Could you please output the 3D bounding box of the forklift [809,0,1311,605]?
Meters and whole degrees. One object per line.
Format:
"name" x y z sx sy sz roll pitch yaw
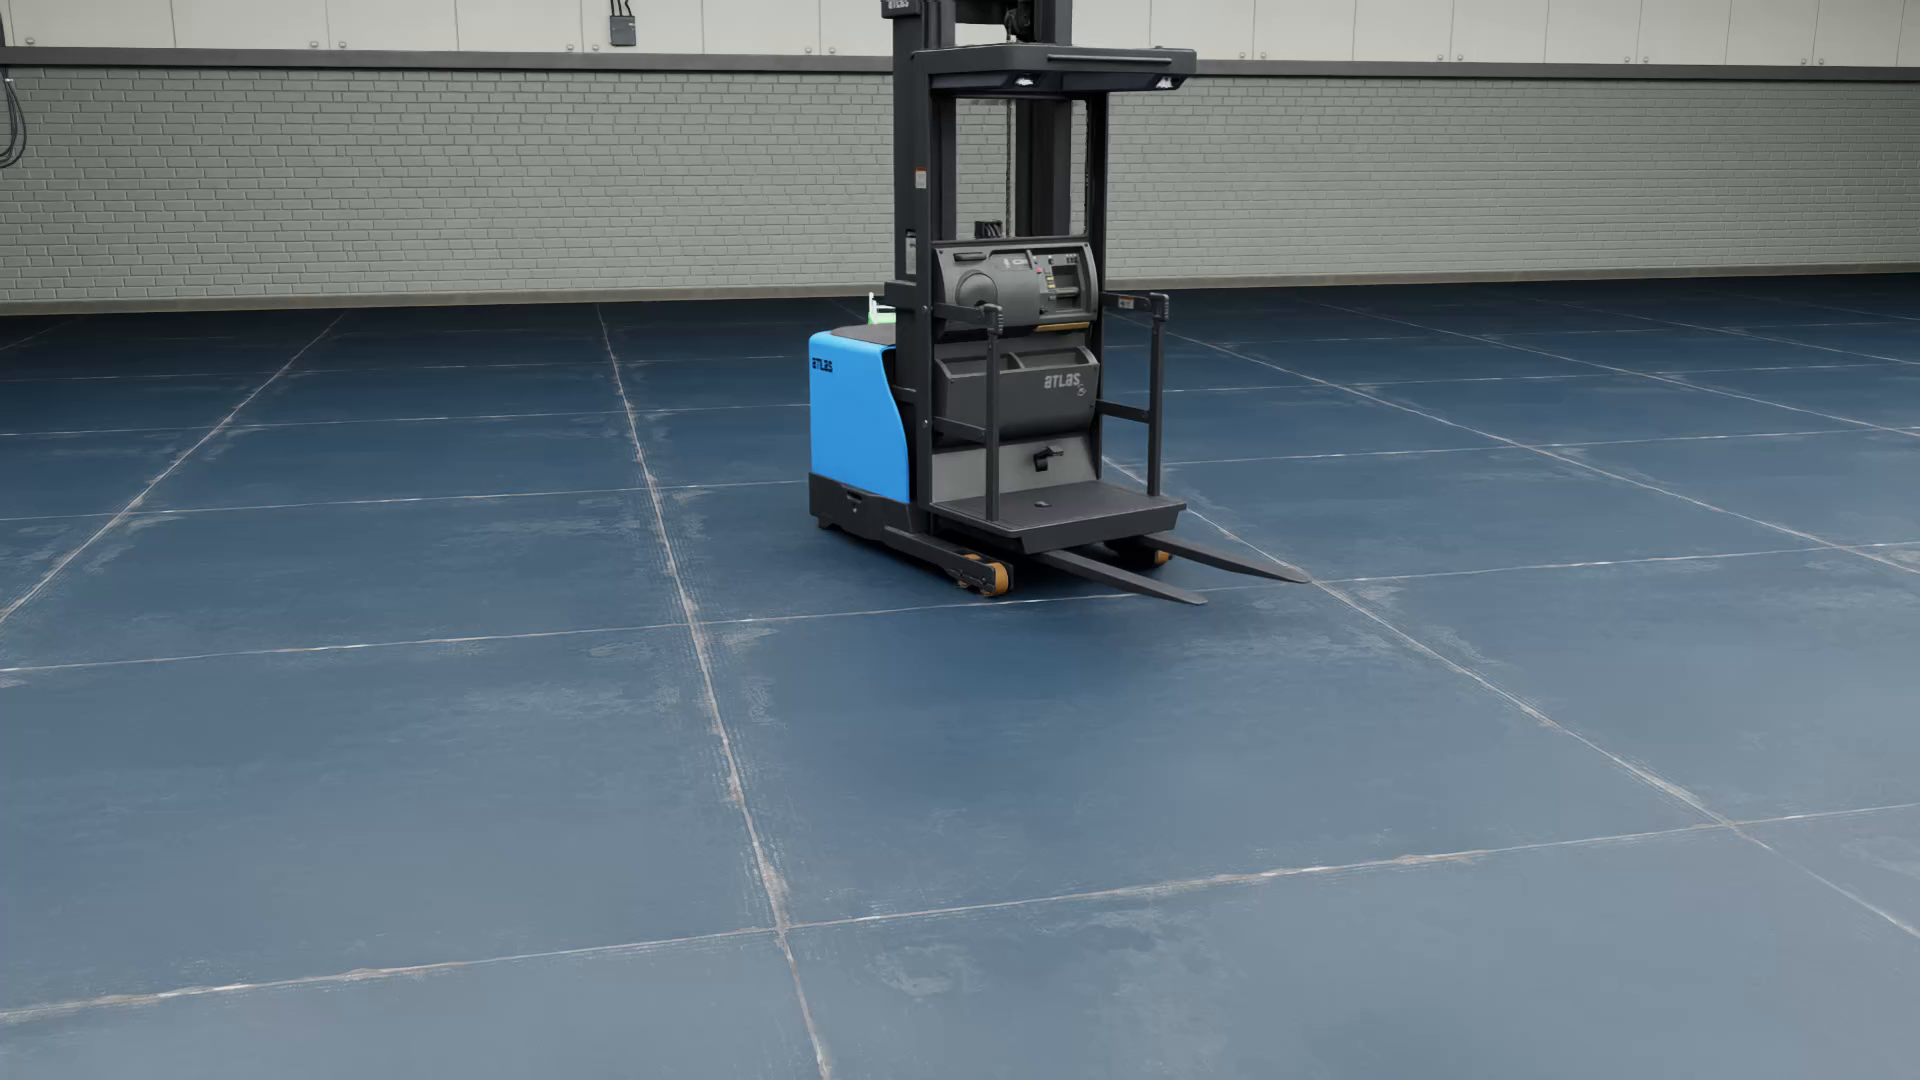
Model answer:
"forklift" 0.409 -1.283 8.002 1.130 2.935 3.031 -9 16 -33

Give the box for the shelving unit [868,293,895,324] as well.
"shelving unit" -0.396 -0.832 9.804 0.258 1.200 0.503 -1 14 -5

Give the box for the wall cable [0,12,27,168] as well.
"wall cable" -12.477 -5.492 18.988 3.097 2.526 0.112 -3 14 -13

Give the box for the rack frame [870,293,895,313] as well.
"rack frame" -0.418 -0.890 10.040 0.240 1.200 0.015 -1 14 -5

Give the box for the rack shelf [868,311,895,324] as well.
"rack shelf" -0.396 -1.236 9.705 0.258 0.148 0.480 -1 14 -5

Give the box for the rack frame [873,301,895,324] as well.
"rack frame" -0.374 -0.774 9.568 0.240 1.200 0.015 -1 14 -5

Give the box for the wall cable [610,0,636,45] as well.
"wall cable" -3.245 -9.178 20.367 2.305 6.003 0.169 -3 14 -13
